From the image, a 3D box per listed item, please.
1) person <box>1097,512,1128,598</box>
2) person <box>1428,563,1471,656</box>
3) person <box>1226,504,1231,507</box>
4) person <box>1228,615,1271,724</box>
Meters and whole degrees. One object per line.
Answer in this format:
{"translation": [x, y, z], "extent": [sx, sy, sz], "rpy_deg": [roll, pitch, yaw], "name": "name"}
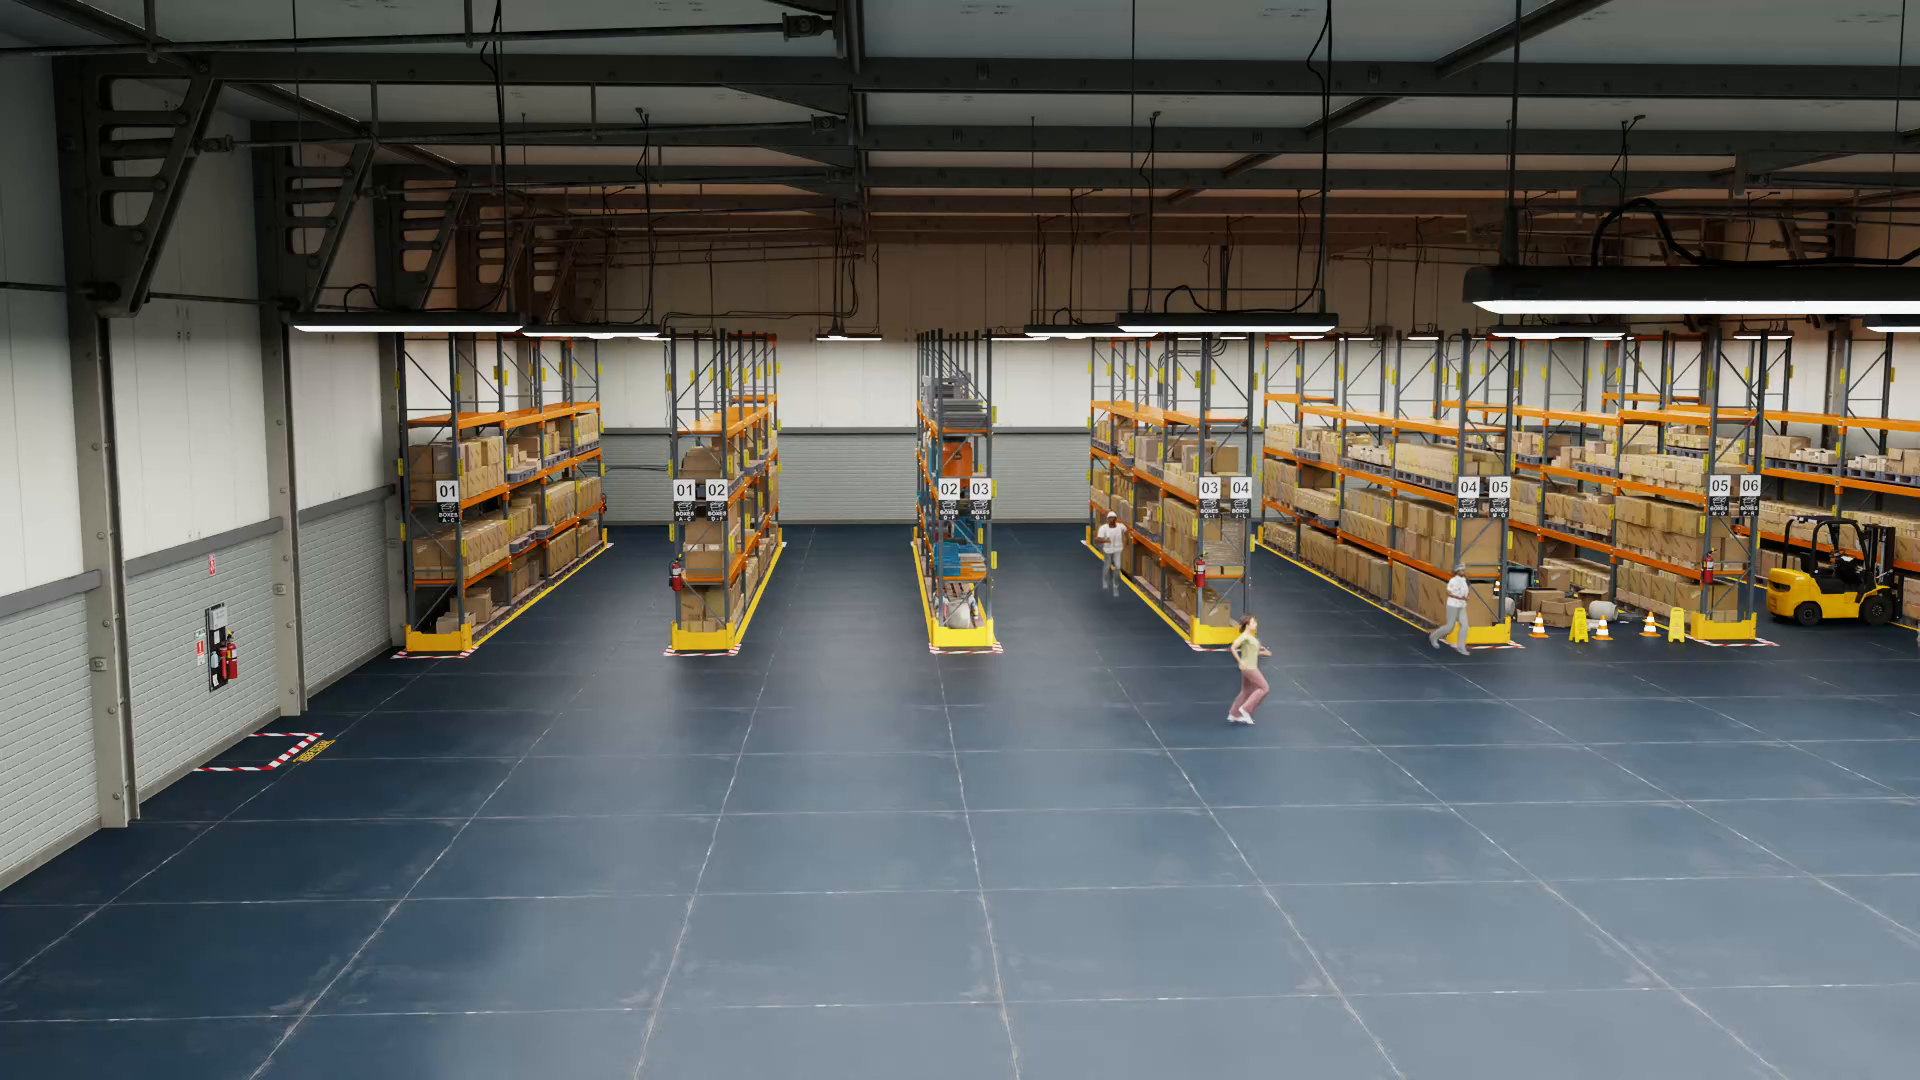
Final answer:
{"translation": [3.352, 0.300, 36.387], "extent": [0.710, 1.868, 0.850], "rpy_deg": [0, 7, -2], "name": "person"}
{"translation": [9.197, 1.253, 30.917], "extent": [0.591, 1.704, 0.838], "rpy_deg": [-6, 9, -40], "name": "person"}
{"translation": [7.855, -0.789, 48.578], "extent": [0.541, 1.597, 0.584], "rpy_deg": [-5, 8, -34], "name": "person"}
{"translation": [4.362, 1.946, 25.022], "extent": [0.638, 1.641, 0.550], "rpy_deg": [2, 7, 13], "name": "person"}
